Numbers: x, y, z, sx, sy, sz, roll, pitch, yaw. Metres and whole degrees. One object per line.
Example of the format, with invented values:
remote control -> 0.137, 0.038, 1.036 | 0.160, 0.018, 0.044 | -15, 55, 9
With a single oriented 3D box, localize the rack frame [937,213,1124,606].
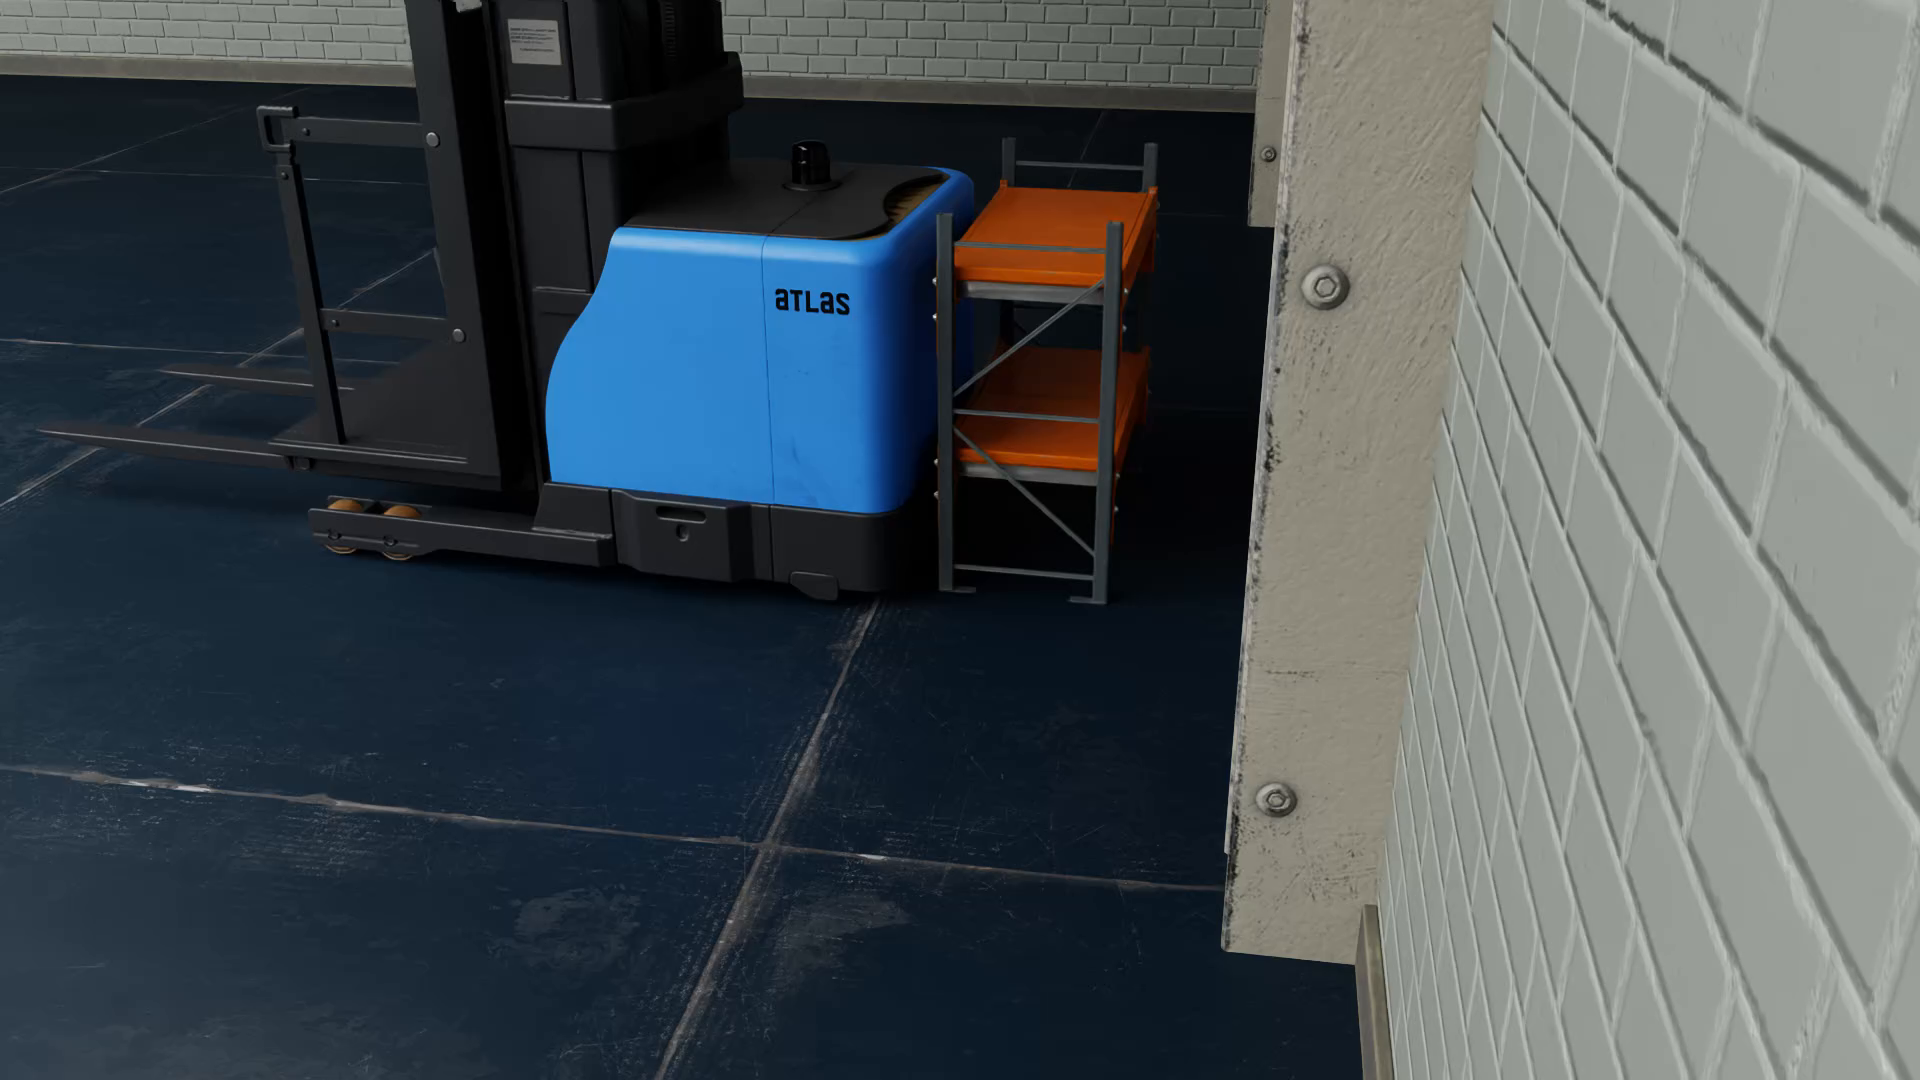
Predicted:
rack frame -> 0.185, -0.345, 4.661 | 0.500, 1.125, 0.032 | 5, 26, 10

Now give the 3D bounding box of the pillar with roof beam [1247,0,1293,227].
pillar with roof beam -> -2.542, -6.107, 7.682 | 9.100, 9.000, 0.400 | 4, 25, 9

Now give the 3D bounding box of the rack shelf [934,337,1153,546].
rack shelf -> 0.285, -0.335, 5.216 | 0.538, 0.278, 1.000 | 5, 26, 10

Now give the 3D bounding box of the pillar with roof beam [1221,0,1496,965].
pillar with roof beam -> -3.522, -3.598, 2.321 | 9.100, 9.000, 0.400 | 4, 25, 9

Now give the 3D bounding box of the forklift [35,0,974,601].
forklift -> -1.516, -1.473, 4.939 | 3.031, 2.935, 1.130 | 6, 26, 13

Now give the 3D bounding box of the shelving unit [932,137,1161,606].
shelving unit -> 0.285, -0.557, 5.112 | 0.538, 1.125, 1.048 | 5, 26, 10

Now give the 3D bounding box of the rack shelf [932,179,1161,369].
rack shelf -> 0.285, -0.822, 4.988 | 0.538, 0.278, 1.000 | 5, 26, 10

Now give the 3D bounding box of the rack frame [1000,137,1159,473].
rack frame -> 0.384, -0.768, 5.564 | 0.500, 1.125, 0.032 | 5, 26, 10
